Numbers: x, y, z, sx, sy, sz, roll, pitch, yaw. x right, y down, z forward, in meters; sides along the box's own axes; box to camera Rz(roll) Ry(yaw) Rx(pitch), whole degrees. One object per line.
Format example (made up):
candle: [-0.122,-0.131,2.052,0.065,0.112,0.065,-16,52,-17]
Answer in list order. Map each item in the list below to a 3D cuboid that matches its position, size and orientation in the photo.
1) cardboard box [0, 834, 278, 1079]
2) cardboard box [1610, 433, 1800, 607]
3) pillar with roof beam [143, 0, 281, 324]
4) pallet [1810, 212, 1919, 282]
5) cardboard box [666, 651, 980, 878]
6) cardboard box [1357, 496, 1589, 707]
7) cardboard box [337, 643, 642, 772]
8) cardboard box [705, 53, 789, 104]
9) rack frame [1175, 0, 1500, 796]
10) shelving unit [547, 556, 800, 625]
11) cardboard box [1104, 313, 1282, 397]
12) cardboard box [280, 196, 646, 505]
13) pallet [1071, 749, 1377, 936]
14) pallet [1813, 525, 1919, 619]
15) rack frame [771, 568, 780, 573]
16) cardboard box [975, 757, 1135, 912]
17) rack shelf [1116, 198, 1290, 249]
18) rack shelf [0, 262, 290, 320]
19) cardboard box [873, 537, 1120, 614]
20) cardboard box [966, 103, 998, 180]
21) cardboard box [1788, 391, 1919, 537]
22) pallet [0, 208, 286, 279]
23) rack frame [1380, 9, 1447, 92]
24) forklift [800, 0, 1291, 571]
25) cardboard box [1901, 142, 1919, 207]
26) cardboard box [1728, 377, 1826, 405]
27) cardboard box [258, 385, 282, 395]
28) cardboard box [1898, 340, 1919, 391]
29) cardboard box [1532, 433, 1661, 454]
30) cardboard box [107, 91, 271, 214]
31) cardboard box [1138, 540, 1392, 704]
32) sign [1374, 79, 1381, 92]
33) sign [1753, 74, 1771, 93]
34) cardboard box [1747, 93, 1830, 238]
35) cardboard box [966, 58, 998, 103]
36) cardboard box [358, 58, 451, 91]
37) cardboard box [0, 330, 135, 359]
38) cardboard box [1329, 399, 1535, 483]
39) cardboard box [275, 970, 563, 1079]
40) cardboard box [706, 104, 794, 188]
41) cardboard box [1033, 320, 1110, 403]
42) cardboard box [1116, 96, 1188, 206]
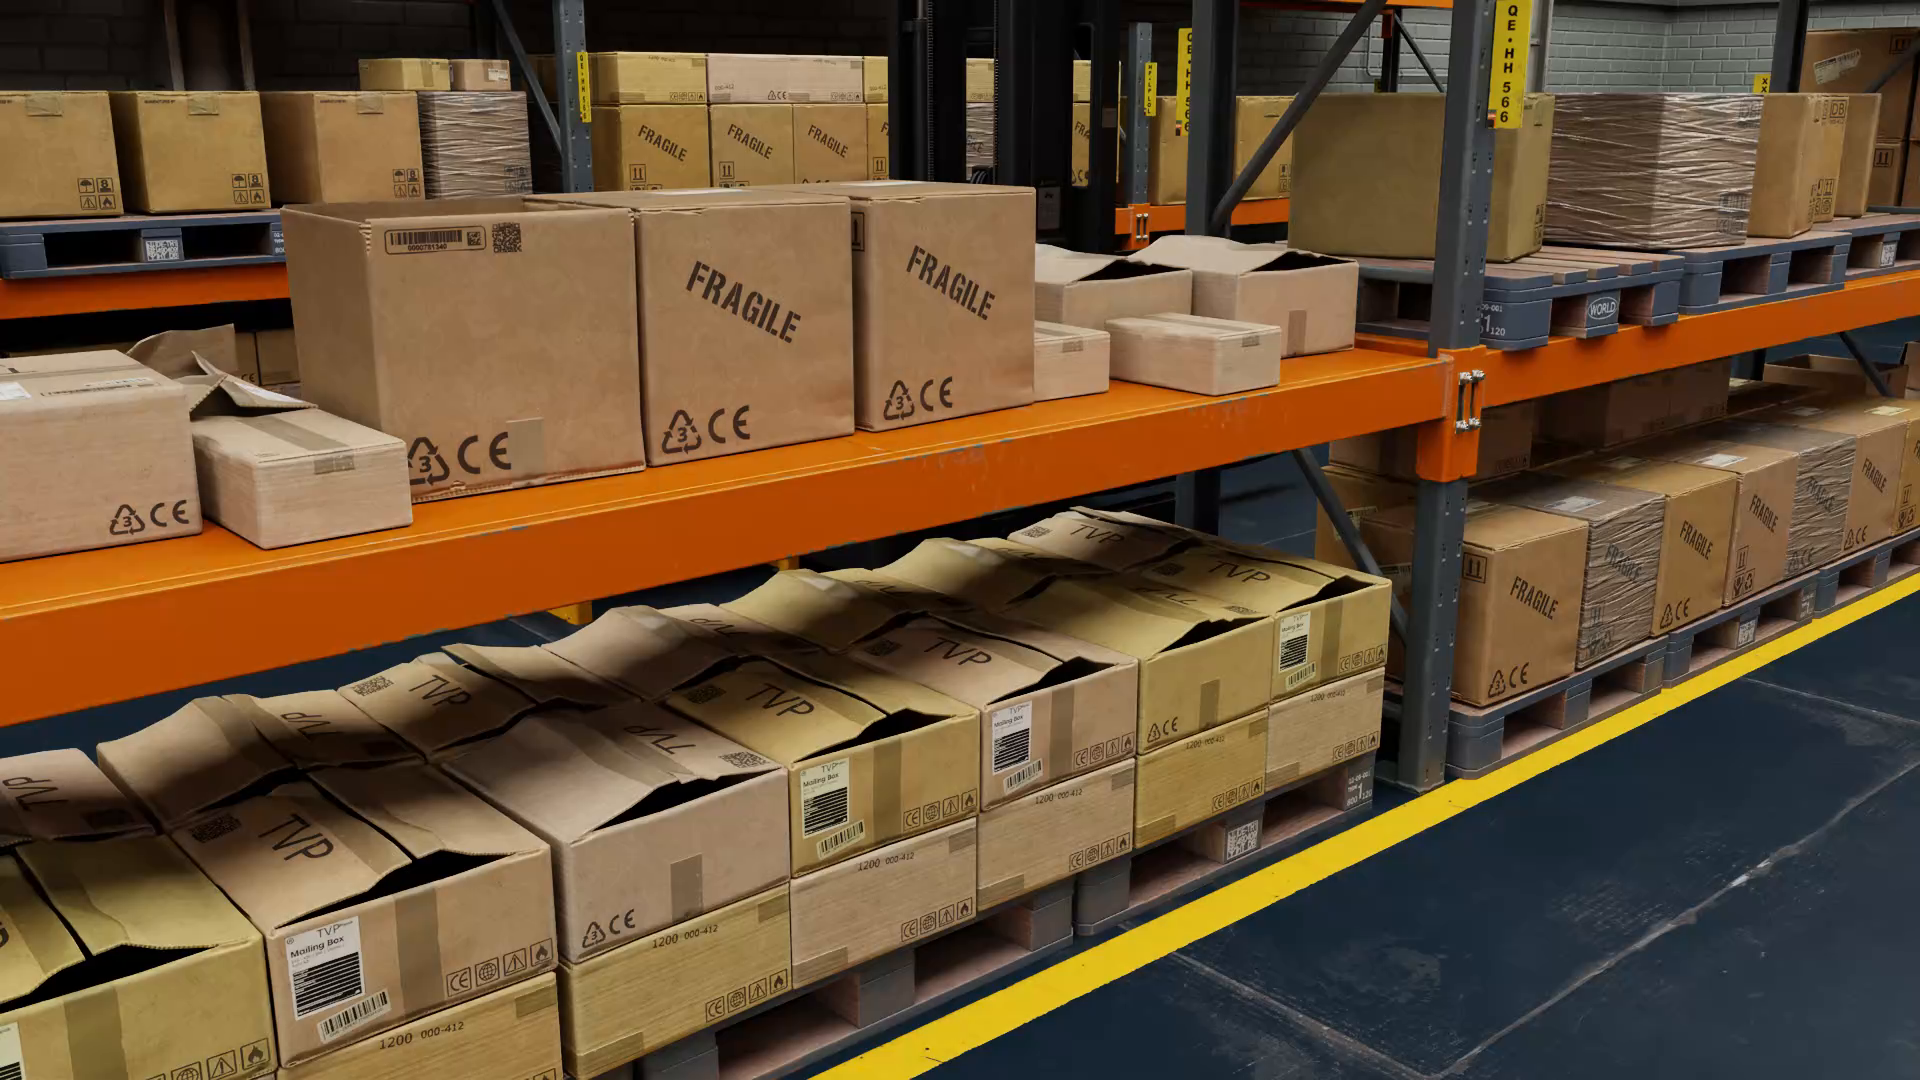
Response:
cardboard box: [-1.463,0.712,2.701,0.500,0.311,0.500,-13,19,-39]
cardboard box: [2.773,-0.089,6.261,0.500,0.500,0.500,-14,20,-41]
pillar with roof beam: [-0.898,-3.771,4.432,0.400,9.000,9.100,-13,19,-39]
pallet: [3.422,-1.270,7.064,1.213,0.211,1.003,-13,19,-39]
cardboard box: [-0.304,0.451,3.677,0.500,0.311,0.500,-12,19,-38]
cardboard box: [1.610,0.174,5.276,0.500,0.500,0.500,-12,19,-37]
cardboard box: [-1.055,0.435,3.736,0.500,0.311,0.500,-13,20,-40]
cardboard box: [-1.259,-2.445,8.828,0.500,0.250,0.500,-13,20,-40]
rack frame: [1.079,-0.799,4.929,0.127,3.000,1.000,-13,19,-39]
shelving unit: [-1.283,-0.537,6.855,1.083,1.500,0.587,-12,19,-39]
cardboard box: [0.582,-0.472,4.190,0.250,0.149,0.380,-13,19,-39]
cardboard box: [-0.951,-0.386,3.189,0.500,0.500,0.500,-11,18,-35]
pallet: [0.432,0.680,4.796,1.213,0.211,1.003,-13,19,-39]
pallet: [3.508,0.016,7.283,1.213,0.211,1.003,-13,19,-39]
rack frame: [-0.904,-0.621,7.170,0.032,1.500,0.500,-12,19,-39]
cardboard box: [0.074,0.636,4.072,0.500,0.250,0.500,-12,19,-38]
rack shelf: [2.351,-2.432,12.435,4.000,0.370,1.077,-13,19,-39]
rack shelf: [-3.684,-1.077,7.362,4.000,0.370,1.077,-13,19,-39]
cardboard box: [0.100,0.178,4.700,0.500,0.311,0.500,-13,20,-41]
cardboard box: [-0.104,-2.343,9.901,0.500,0.500,0.500,-13,19,-39]
cardboard box: [3.912,-0.342,7.210,0.500,0.500,0.500,-13,20,-40]
pallet: [-3.642,-1.327,7.277,1.213,0.211,1.003,-13,19,-39]
rack frame: [3.859,-3.118,13.611,0.127,3.000,1.000,-13,19,-39]
forklift: [0.474,-1.523,7.772,3.031,2.935,1.130,-13,20,-40]
cardboard box: [4.660,-1.558,7.578,0.500,0.500,0.500,-12,19,-38]
cardboard box: [3.572,-0.447,7.603,0.500,0.500,0.500,-14,20,-42]
cardboard box: [-3.506,-0.481,7.731,0.500,0.500,0.700,-13,20,-40]
cardboard box: [5.510,-0.803,8.927,0.637,0.503,0.797,-13,19,-39]
cardboard box: [2.413,-0.186,6.625,0.500,0.500,0.500,-14,20,-41]
cardboard box: [-3.449,-1.727,7.356,0.500,0.500,0.700,-13,19,-39]
cardboard box: [0.845,0.192,4.646,0.500,0.311,0.500,-12,19,-38]
sign: [3.500,-3.684,13.897,0.005,0.325,0.100,-13,19,-39]
sign: [3.734,-1.999,7.745,0.005,0.325,0.100,-13,19,-39]
cardboard box: [2.804,-1.417,6.234,0.700,0.500,0.500,10,18,33]
cardboard box: [-0.119,-2.704,9.800,0.500,0.250,0.500,-12,19,-38]
cardboard box: [-2.649,-2.215,7.928,0.380,0.149,0.250,12,19,38]
cardboard box: [-3.929,-0.745,7.263,0.500,0.250,0.500,-13,20,-41]
cardboard box: [1.670,-0.381,5.901,0.500,0.250,0.500,-12,19,-37]
cardboard box: [-1.085,0.898,3.092,0.500,0.250,0.500,-12,19,-38]
cardboard box: [-1.240,-2.084,8.930,0.500,0.500,0.500,-12,19,-38]
cardboard box: [0.154,-0.451,4.112,0.250,0.149,0.380,-11,18,-35]
cardboard box: [1.262,-2.674,11.368,0.700,0.700,0.980,-12,19,-39]
